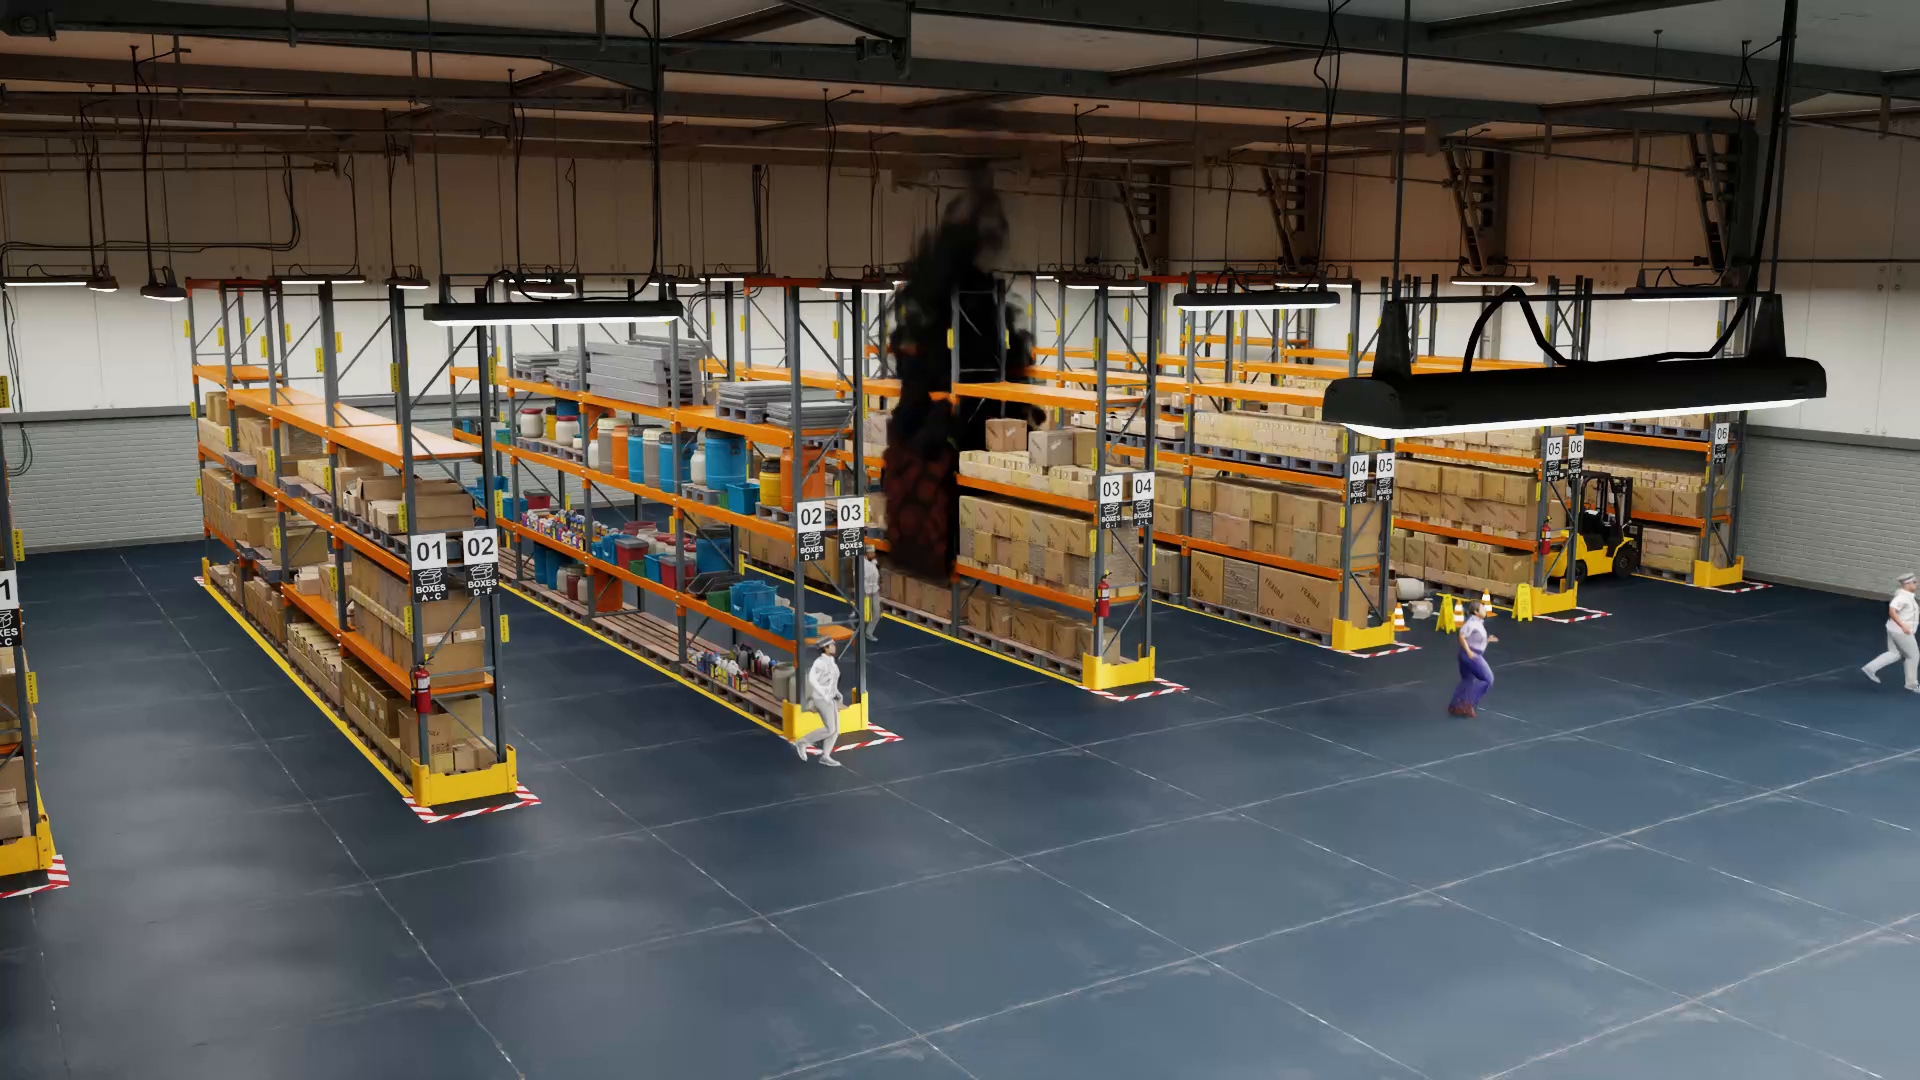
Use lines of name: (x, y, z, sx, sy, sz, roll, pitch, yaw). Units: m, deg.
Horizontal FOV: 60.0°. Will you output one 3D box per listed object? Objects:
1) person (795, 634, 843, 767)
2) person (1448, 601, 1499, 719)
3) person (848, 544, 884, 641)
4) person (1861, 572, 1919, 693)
person: (-1.761, 2.014, 21.158, 0.572, 1.631, 0.665, 2, 10, 10)
person: (7.194, 1.669, 23.258, 0.658, 1.655, 0.578, 1, 10, 7)
person: (-1.589, 0.860, 28.005, 0.558, 1.649, 0.592, -9, 13, -42)
person: (13.925, 1.351, 24.665, 0.911, 1.803, 0.647, 3, 10, 16)
